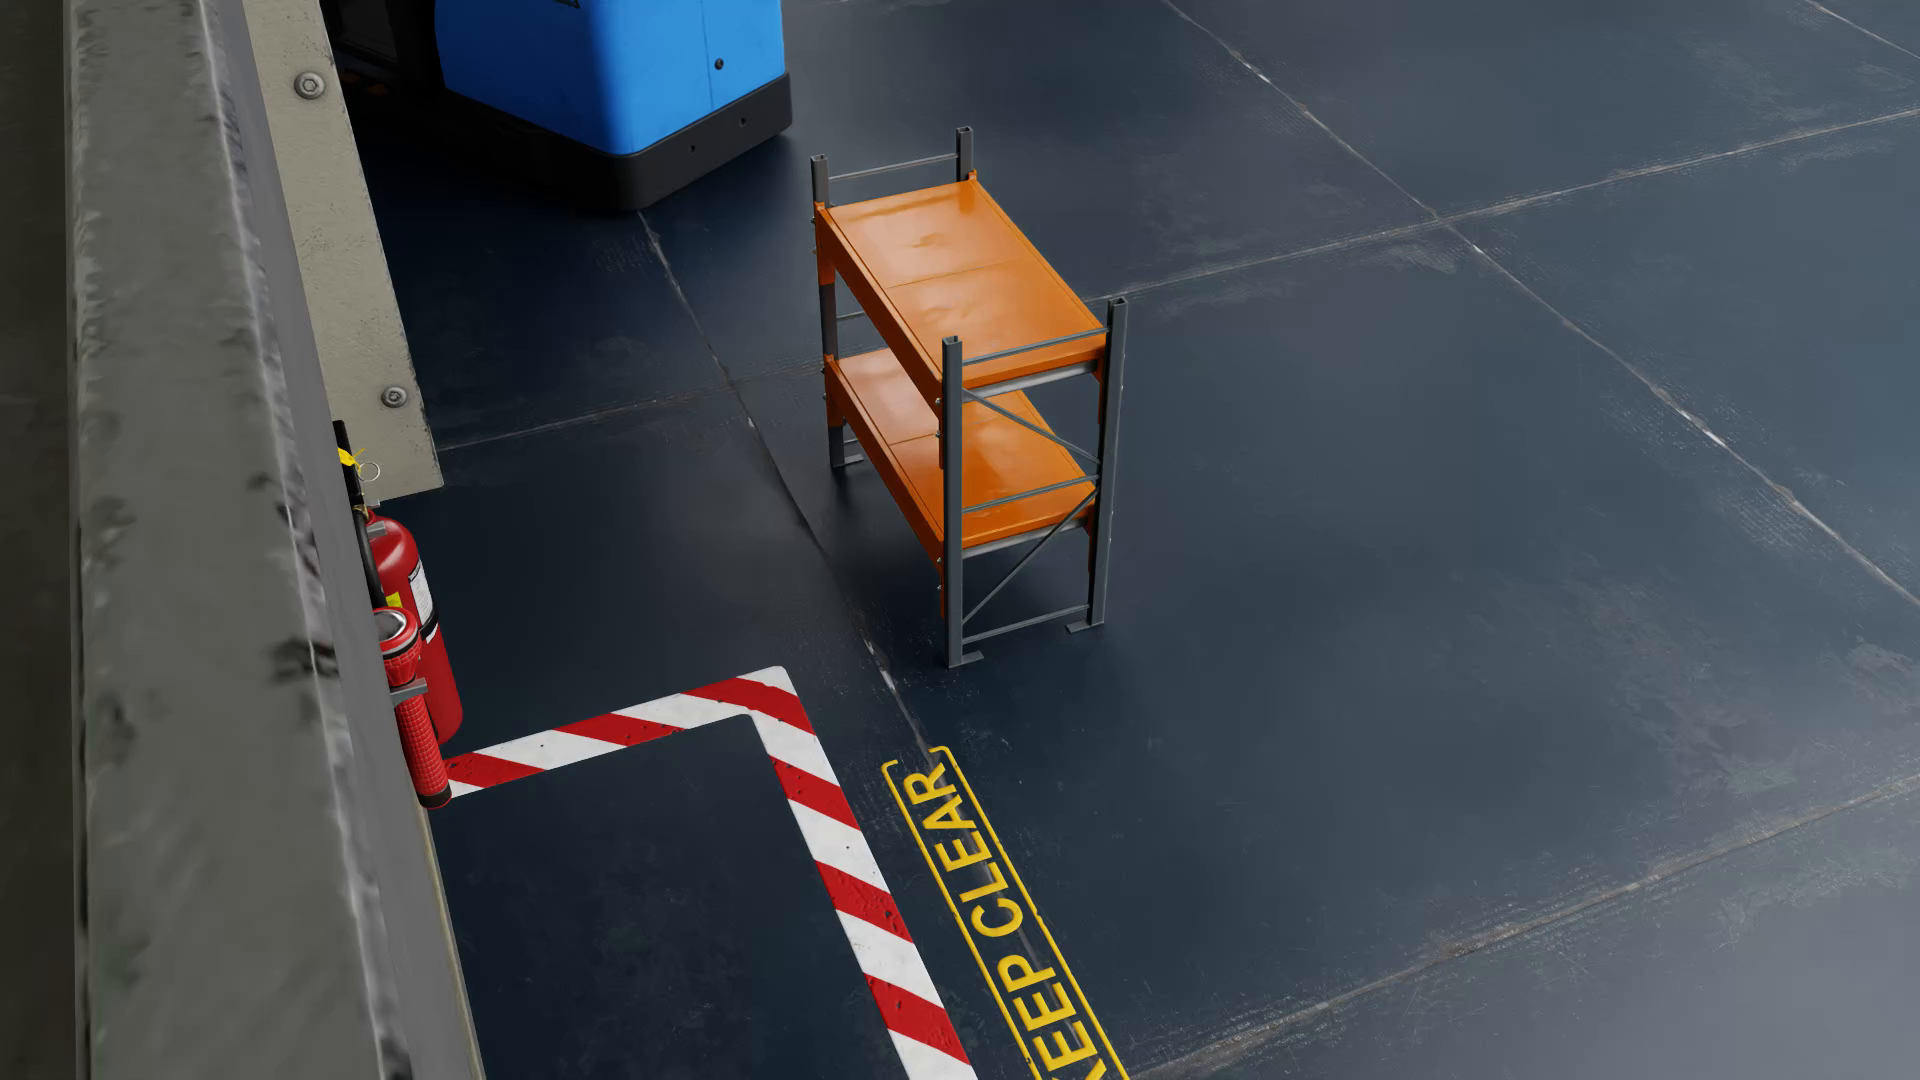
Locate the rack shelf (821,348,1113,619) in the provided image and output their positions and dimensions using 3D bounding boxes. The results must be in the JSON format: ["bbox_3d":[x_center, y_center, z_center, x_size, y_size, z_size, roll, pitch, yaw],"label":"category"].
[{"bbox_3d":[-0.003,-0.245,5.047,0.538,0.278,1.000,-15,43,-17],"label":"rack shelf"}]

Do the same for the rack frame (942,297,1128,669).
[{"bbox_3d":[0.192,-0.124,4.532,0.500,1.125,0.032,-15,43,-17],"label":"rack frame"}]

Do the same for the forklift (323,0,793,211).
[{"bbox_3d":[-2.214,-3.214,6.740,3.031,2.935,1.130,26,47,27],"label":"forklift"}]

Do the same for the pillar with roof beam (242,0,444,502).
[{"bbox_3d":[2.067,-4.745,3.866,9.100,9.000,0.400,-15,43,-17],"label":"pillar with roof beam"}]

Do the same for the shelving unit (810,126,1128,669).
[{"bbox_3d":[-0.003,-0.431,4.888,0.538,1.125,1.048,-15,43,-17],"label":"shelving unit"}]

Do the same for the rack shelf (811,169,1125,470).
[{"bbox_3d":[-0.003,-0.652,4.697,0.538,0.278,1.000,-15,43,-17],"label":"rack shelf"}]

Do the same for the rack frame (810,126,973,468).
[{"bbox_3d":[-0.197,-0.737,5.244,0.500,1.125,0.032,-15,43,-17],"label":"rack frame"}]

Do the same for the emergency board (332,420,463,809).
[{"bbox_3d":[-1.000,0.102,2.831,0.194,1.169,0.643,-15,43,-17],"label":"emergency board"}]
